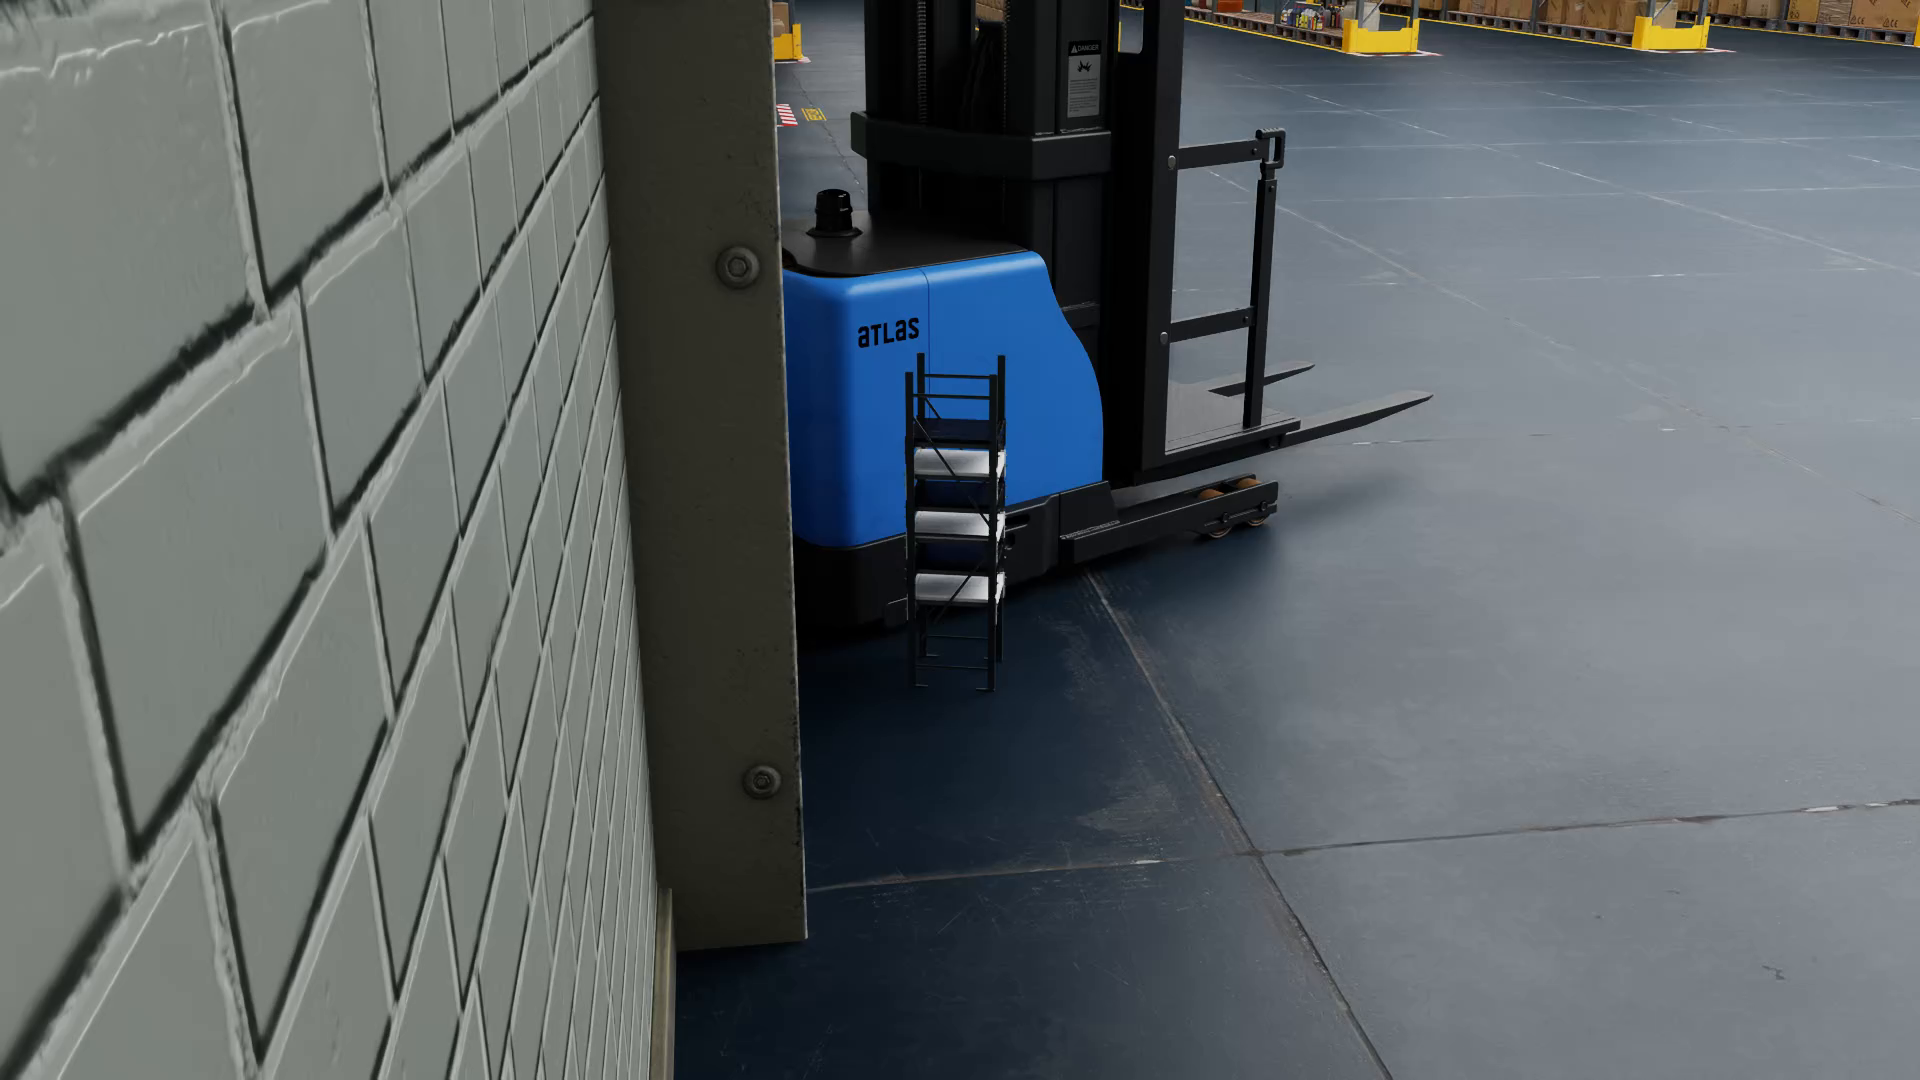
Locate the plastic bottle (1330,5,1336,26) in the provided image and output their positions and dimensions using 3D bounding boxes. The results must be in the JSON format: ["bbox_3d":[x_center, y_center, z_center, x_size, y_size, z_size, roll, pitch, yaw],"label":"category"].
[{"bbox_3d":[6.629,-9.315,29.528,0.144,0.351,0.185,-4,21,-10],"label":"plastic bottle"}]

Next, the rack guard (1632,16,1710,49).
[{"bbox_3d":[11.691,-8.345,27.346,1.175,0.500,0.348,-3,21,-8],"label":"rack guard"}]

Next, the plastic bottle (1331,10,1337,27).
[{"bbox_3d":[6.578,-9.158,29.202,0.061,0.283,0.133,-3,21,-8],"label":"plastic bottle"}]

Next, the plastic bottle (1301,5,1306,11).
[{"bbox_3d":[6.072,-9.297,29.479,0.144,0.351,0.185,-3,21,-8],"label":"plastic bottle"}]

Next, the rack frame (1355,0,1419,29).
[{"bbox_3d":[6.800,-9.240,26.169,1.000,3.000,0.127,-3,21,-8],"label":"rack frame"}]

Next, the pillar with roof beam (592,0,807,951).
[{"bbox_3d":[3.760,-3.657,2.647,9.100,9.000,0.400,-3,21,-8],"label":"pillar with roof beam"}]

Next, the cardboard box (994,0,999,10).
[{"bbox_3d":[0.898,-9.854,30.339,0.500,0.311,0.500,-2,21,-6],"label":"cardboard box"}]

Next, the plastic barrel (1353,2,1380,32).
[{"bbox_3d":[6.630,-8.495,27.131,0.421,0.512,0.421,0,20,0],"label":"plastic barrel"}]

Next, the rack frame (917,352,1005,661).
[{"bbox_3d":[0.003,-0.080,4.644,0.240,0.900,0.006,3,21,7],"label":"rack frame"}]

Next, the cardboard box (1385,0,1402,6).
[{"bbox_3d":[10.214,-12.316,36.841,1.225,0.875,0.875,-4,21,-10],"label":"cardboard box"}]

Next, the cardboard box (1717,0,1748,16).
[{"bbox_3d":[15.734,-10.778,32.900,1.050,0.750,0.750,-3,21,-8],"label":"cardboard box"}]

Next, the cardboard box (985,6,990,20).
[{"bbox_3d":[0.758,-9.943,31.380,0.500,0.250,0.500,-2,21,-7],"label":"cardboard box"}]

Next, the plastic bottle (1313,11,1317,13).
[{"bbox_3d":[6.161,-9.059,28.947,0.152,0.276,0.135,-3,21,-8],"label":"plastic bottle"}]

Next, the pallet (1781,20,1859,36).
[{"bbox_3d":[16.080,-9.517,30.894,1.003,0.211,1.213,-3,21,-8],"label":"pallet"}]

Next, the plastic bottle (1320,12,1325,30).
[{"bbox_3d":[6.198,-8.882,28.463,0.061,0.283,0.133,-3,21,-8],"label":"plastic bottle"}]

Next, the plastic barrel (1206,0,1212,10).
[{"bbox_3d":[5.390,-11.401,34.909,0.421,0.512,0.421,0,20,0],"label":"plastic barrel"}]

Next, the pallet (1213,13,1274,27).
[{"bbox_3d":[5.720,-10.434,33.350,1.003,0.211,1.213,-3,21,-8],"label":"pallet"}]

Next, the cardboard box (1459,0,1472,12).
[{"bbox_3d":[10.665,-11.064,33.996,0.700,0.500,0.500,-4,21,-11],"label":"cardboard box"}]

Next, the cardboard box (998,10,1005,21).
[{"bbox_3d":[0.975,-9.414,29.964,0.500,0.250,0.500,-3,21,-8],"label":"cardboard box"}]

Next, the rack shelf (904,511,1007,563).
[{"bbox_3d":[-0.010,-0.014,4.561,0.258,0.077,0.200,3,21,7],"label":"rack shelf"}]

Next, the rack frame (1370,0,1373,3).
[{"bbox_3d":[9.972,-13.645,37.962,1.000,3.000,0.127,-3,21,-8],"label":"rack frame"}]

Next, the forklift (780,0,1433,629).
[{"bbox_3d":[0.495,-1.509,5.568,3.031,2.935,1.130,-15,25,-35],"label":"forklift"}]

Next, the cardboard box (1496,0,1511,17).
[{"bbox_3d":[10.927,-10.483,32.442,0.700,0.500,0.500,-5,21,-12],"label":"cardboard box"}]

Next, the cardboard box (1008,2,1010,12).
[{"bbox_3d":[1.079,-9.460,29.016,0.500,0.500,0.500,-3,21,-8],"label":"cardboard box"}]

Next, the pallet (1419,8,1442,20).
[{"bbox_3d":[10.509,-11.230,35.483,1.003,0.211,1.213,-3,21,-8],"label":"pallet"}]

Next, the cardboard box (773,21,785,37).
[{"bbox_3d":[-3.014,-7.931,25.878,0.500,0.311,0.500,-5,21,-14],"label":"cardboard box"}]

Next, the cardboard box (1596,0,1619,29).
[{"bbox_3d":[11.437,-9.156,28.915,0.500,0.500,0.500,-1,21,-3],"label":"cardboard box"}]

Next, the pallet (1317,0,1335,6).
[{"bbox_3d":[9.588,-13.450,41.427,1.003,0.211,1.213,-3,21,-8],"label":"pallet"}]

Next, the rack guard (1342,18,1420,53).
[{"bbox_3d":[6.743,-8.093,26.670,1.175,0.500,0.348,-3,21,-8],"label":"rack guard"}]

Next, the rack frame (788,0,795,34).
[{"bbox_3d":[-3.003,-8.741,24.831,1.000,3.000,0.127,-3,21,-8],"label":"rack frame"}]

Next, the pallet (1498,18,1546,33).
[{"bbox_3d":[11.011,-9.838,31.755,1.003,0.211,1.213,-3,21,-8],"label":"pallet"}]

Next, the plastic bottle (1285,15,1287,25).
[{"bbox_3d":[5.865,-9.317,29.746,0.097,0.201,0.097,0,20,0],"label":"plastic bottle"}]

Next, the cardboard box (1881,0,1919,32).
[{"bbox_3d":[16.461,-9.138,28.332,0.875,0.875,0.875,-3,21,-7],"label":"cardboard box"}]

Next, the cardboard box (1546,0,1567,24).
[{"bbox_3d":[11.143,-9.760,30.534,0.500,0.500,0.500,-4,21,-9],"label":"cardboard box"}]

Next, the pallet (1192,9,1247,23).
[{"bbox_3d":[5.492,-10.975,34.798,1.003,0.211,1.213,-3,21,-8],"label":"pallet"}]

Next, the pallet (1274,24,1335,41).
[{"bbox_3d":[6.279,-9.084,29.737,1.003,0.211,1.213,-3,21,-8],"label":"pallet"}]

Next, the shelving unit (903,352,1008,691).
[{"bbox_3d":[-0.010,-0.045,4.550,0.258,0.900,0.210,3,21,7],"label":"shelving unit"}]

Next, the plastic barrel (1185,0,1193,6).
[{"bbox_3d":[5.234,-12.174,36.424,0.600,0.901,0.708,-3,21,-8],"label":"plastic barrel"}]

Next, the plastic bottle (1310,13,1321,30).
[{"bbox_3d":[6.093,-8.873,28.449,0.152,0.276,0.135,-3,21,-7],"label":"plastic bottle"}]

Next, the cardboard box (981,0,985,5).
[{"bbox_3d":[0.685,-10.379,31.745,0.500,0.311,0.500,-3,21,-9],"label":"cardboard box"}]

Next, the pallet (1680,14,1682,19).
[{"bbox_3d":[15.360,-11.439,36.042,1.003,0.211,1.213,-3,21,-8],"label":"pallet"}]

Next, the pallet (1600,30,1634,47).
[{"bbox_3d":[11.609,-8.493,28.154,1.003,0.211,1.213,-3,21,-8],"label":"pallet"}]

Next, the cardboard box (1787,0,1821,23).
[{"bbox_3d":[16.069,-10.070,30.828,0.875,0.875,0.875,-3,21,-7],"label":"cardboard box"}]

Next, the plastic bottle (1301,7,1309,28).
[{"bbox_3d":[6.018,-9.077,28.890,0.144,0.351,0.185,-3,21,-8],"label":"plastic bottle"}]

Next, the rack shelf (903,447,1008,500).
[{"bbox_3d":[-0.010,-0.182,4.499,0.258,0.077,0.200,3,21,7],"label":"rack shelf"}]

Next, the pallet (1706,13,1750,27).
[{"bbox_3d":[15.683,-10.470,33.448,1.003,0.211,1.213,-3,21,-8],"label":"pallet"}]

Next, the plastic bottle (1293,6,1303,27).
[{"bbox_3d":[5.957,-9.225,29.284,0.144,0.351,0.185,-4,21,-10],"label":"plastic bottle"}]
